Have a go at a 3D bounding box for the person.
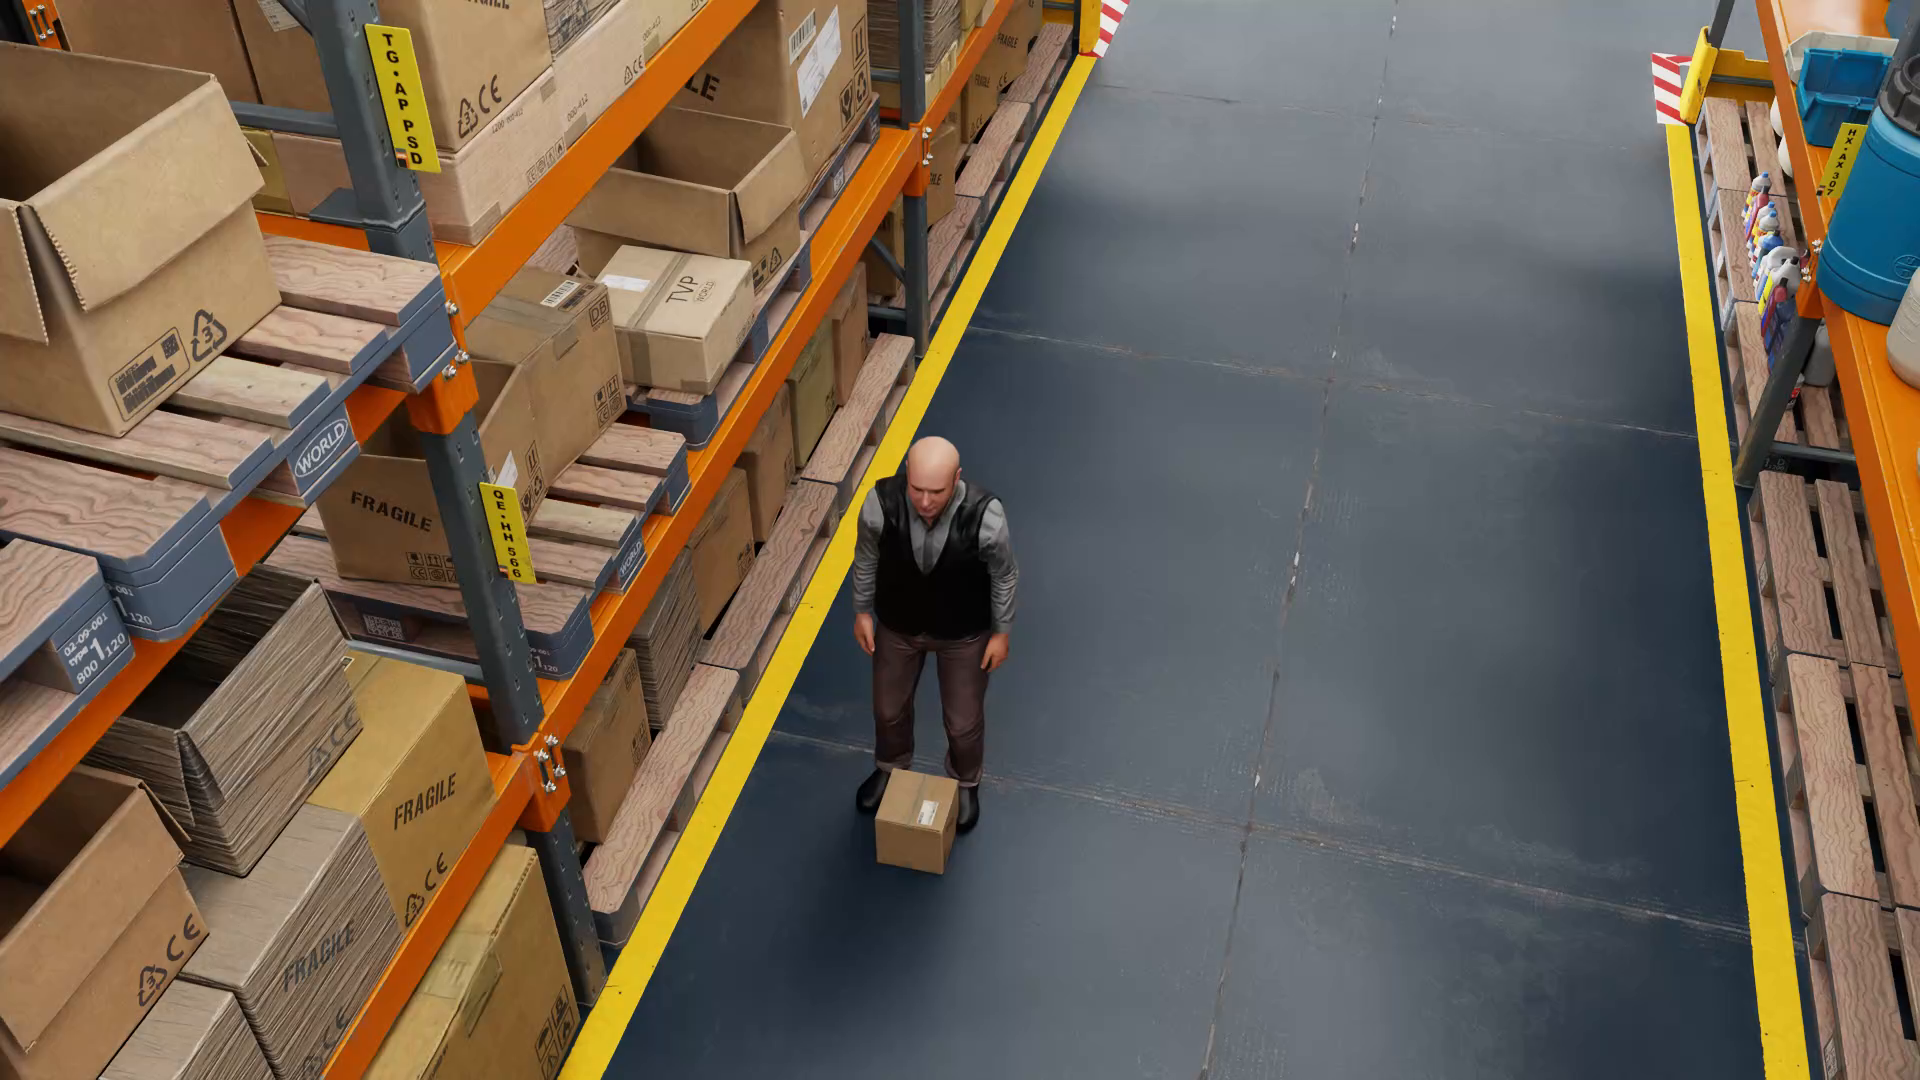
[{"bbox_3d":[-0.089,0.296,5.834,0.578,1.719,0.425,8,41,10],"label":"person"}]
